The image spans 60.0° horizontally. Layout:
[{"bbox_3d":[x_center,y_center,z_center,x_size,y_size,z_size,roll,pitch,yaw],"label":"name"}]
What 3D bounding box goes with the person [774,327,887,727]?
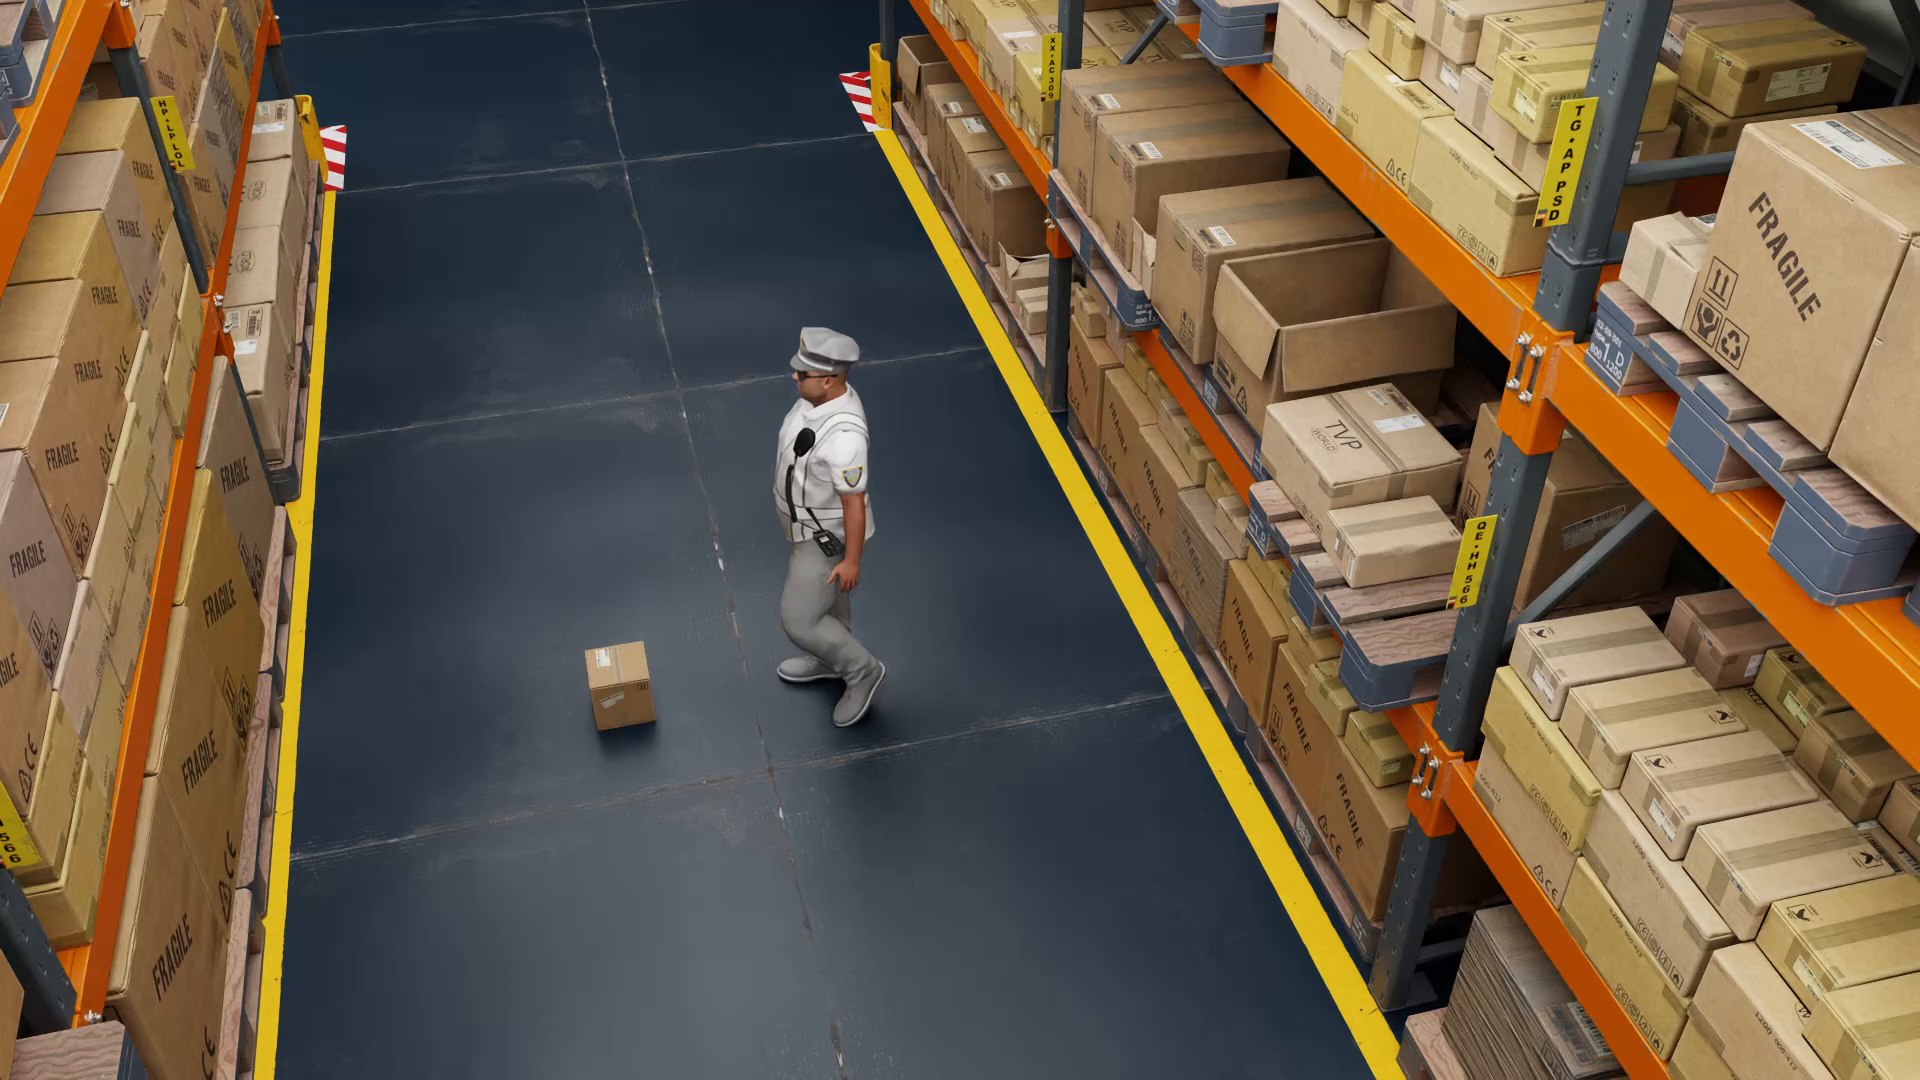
[{"bbox_3d":[-0.565,-0.061,6.766,0.449,1.781,0.571,-8,39,-10],"label":"person"}]
